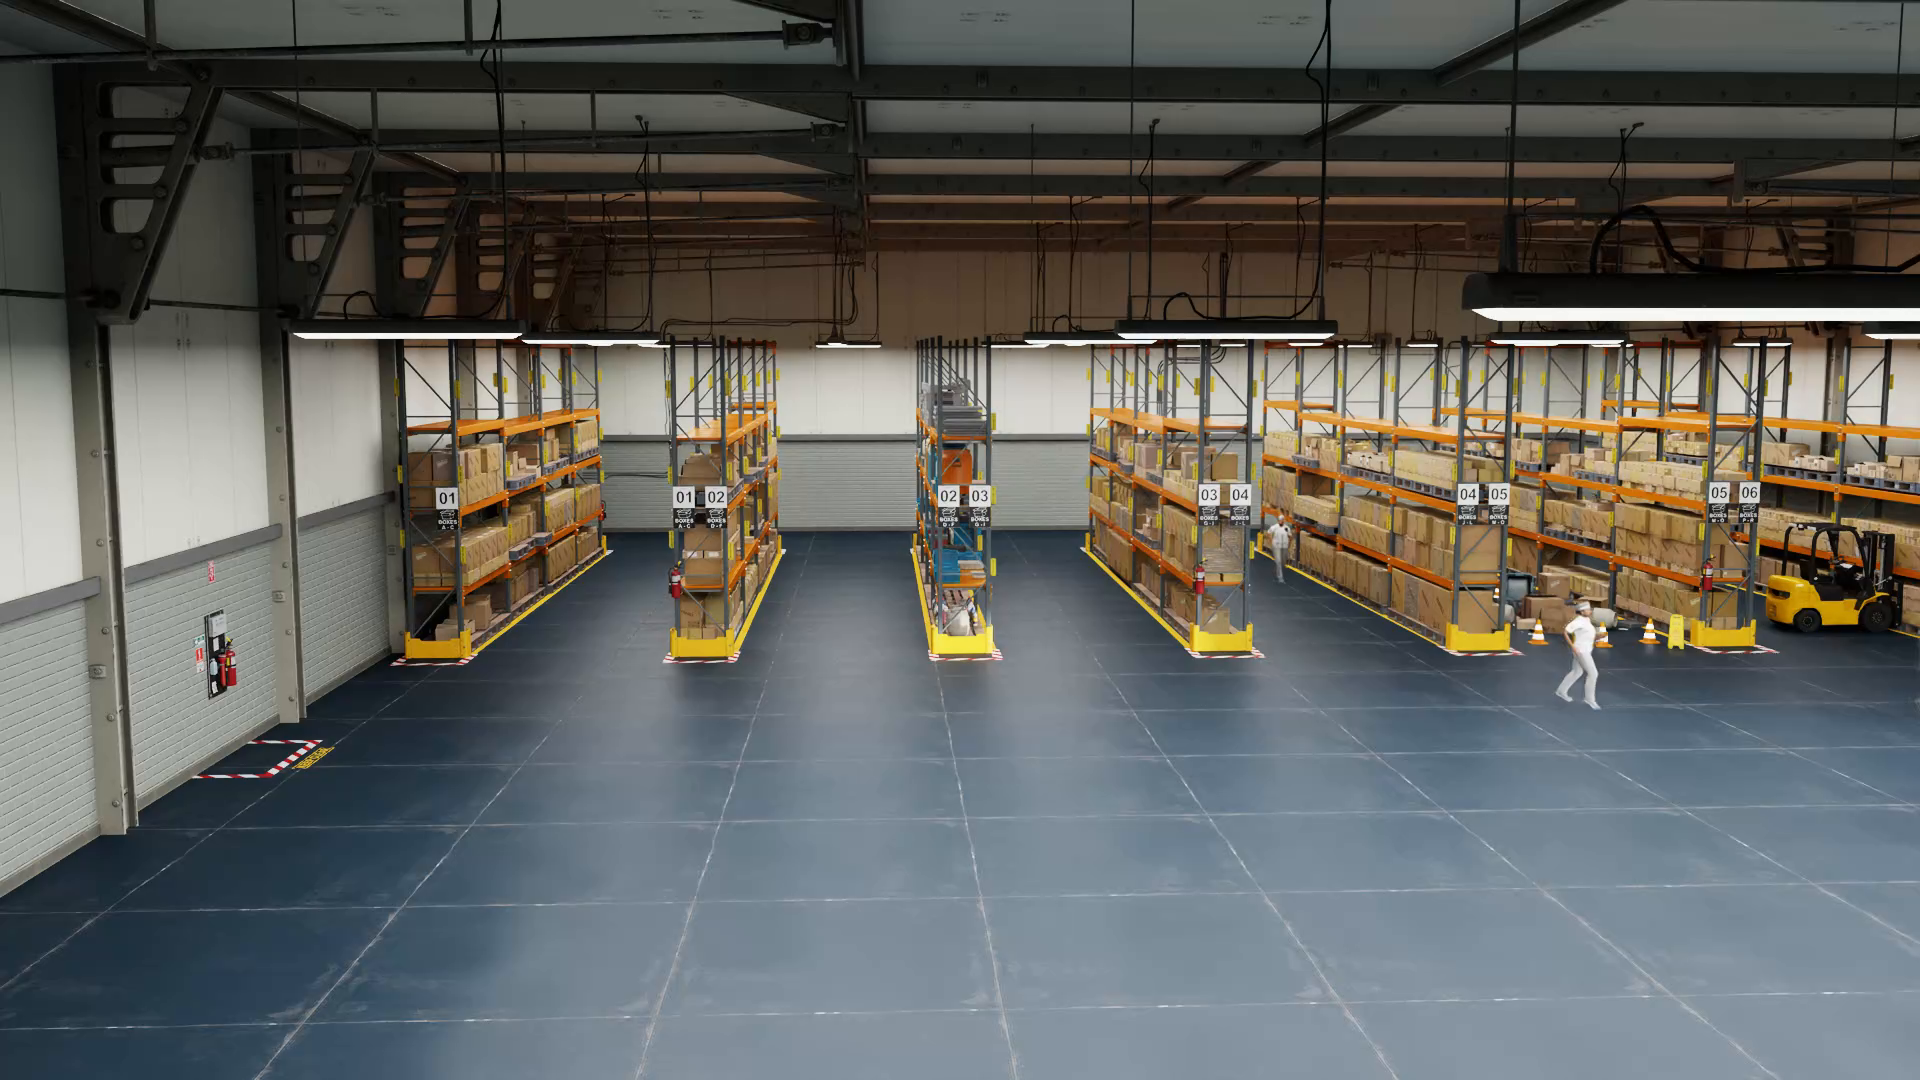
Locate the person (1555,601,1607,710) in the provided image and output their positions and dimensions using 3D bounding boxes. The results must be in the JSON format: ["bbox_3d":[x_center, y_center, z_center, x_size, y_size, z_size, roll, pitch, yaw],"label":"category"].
[{"bbox_3d":[10.006,1.844,26.804,0.778,1.756,0.549,4,8,30],"label":"person"}]

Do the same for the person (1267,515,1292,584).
[{"bbox_3d":[7.976,0.208,41.434,0.608,1.673,0.890,-1,7,-5],"label":"person"}]
